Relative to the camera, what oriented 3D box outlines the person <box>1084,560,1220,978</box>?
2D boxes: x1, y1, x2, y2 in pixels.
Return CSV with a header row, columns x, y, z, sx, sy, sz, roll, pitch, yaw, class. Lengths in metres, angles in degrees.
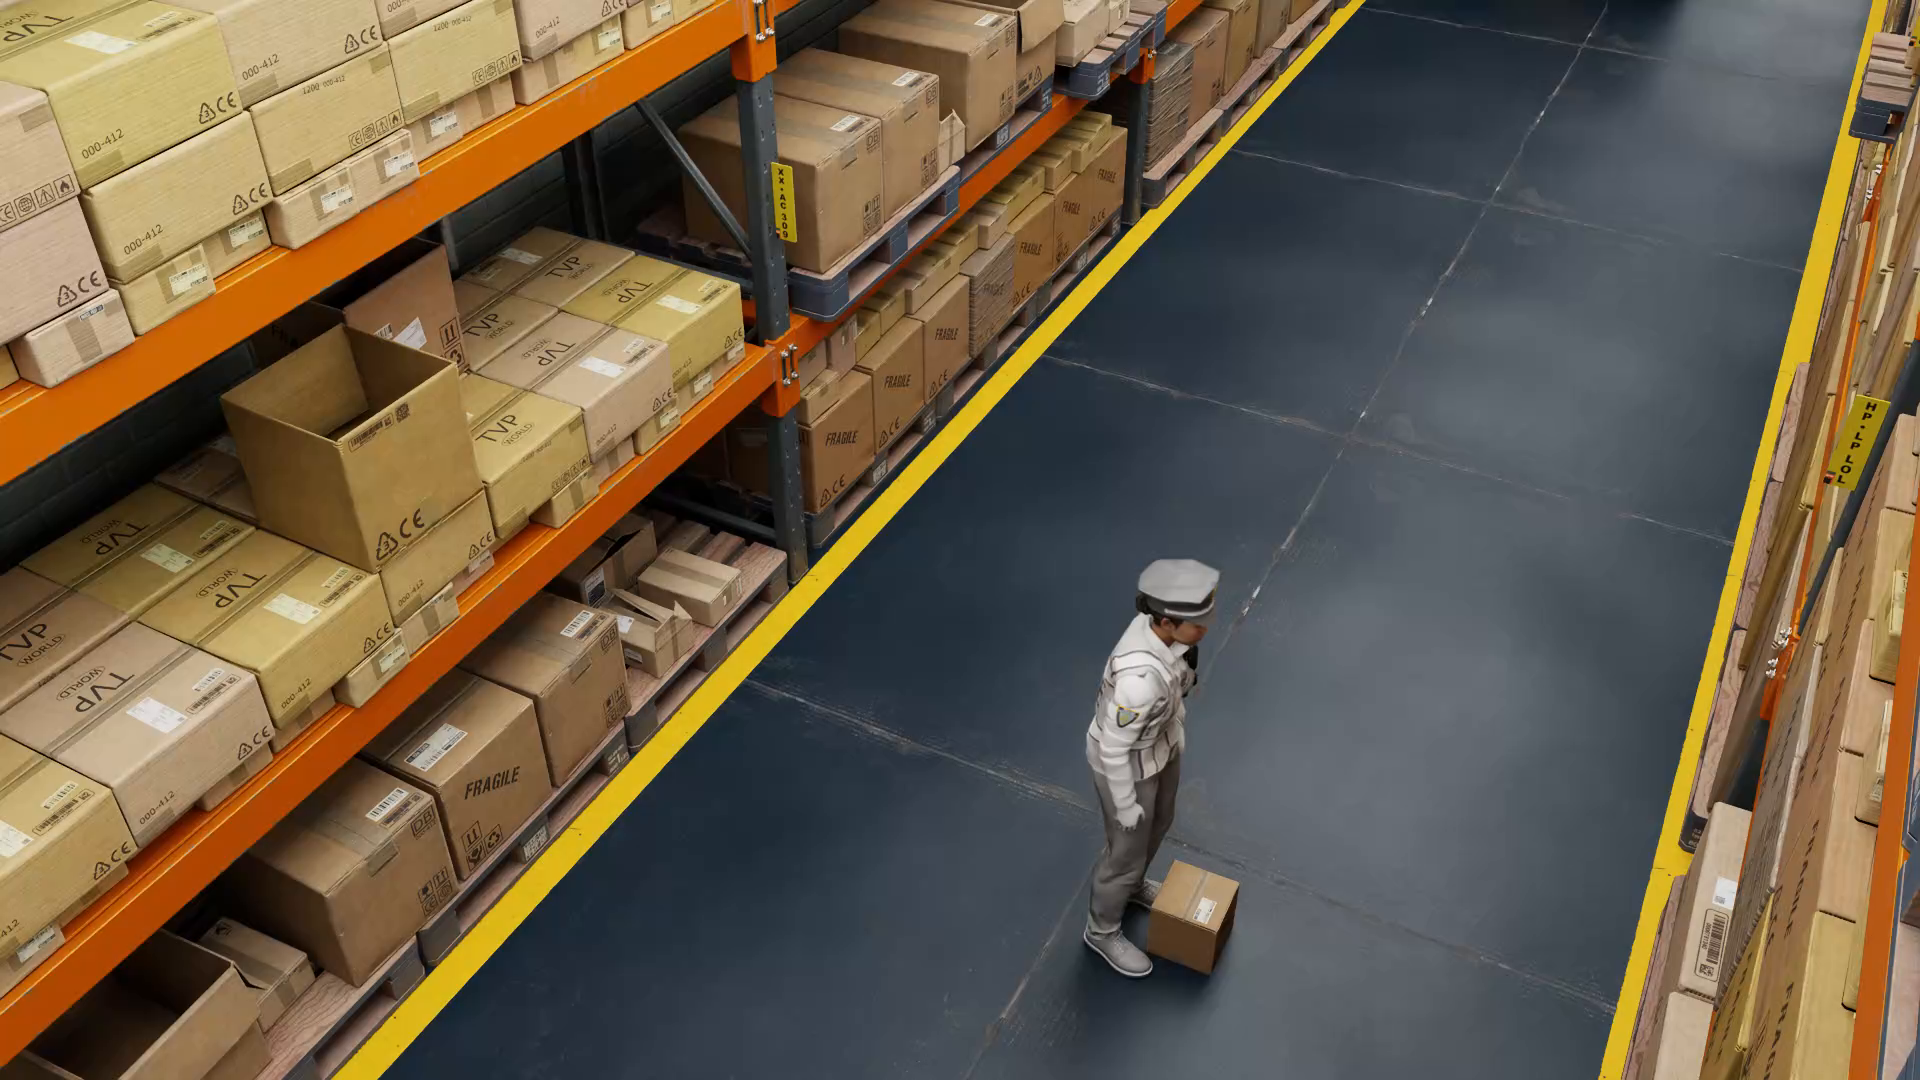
x,y,z,sx,sy,sz,roll,pitch,yaw,class
0.624,0.775,5.663,0.358,1.663,0.449,18,41,21,person
